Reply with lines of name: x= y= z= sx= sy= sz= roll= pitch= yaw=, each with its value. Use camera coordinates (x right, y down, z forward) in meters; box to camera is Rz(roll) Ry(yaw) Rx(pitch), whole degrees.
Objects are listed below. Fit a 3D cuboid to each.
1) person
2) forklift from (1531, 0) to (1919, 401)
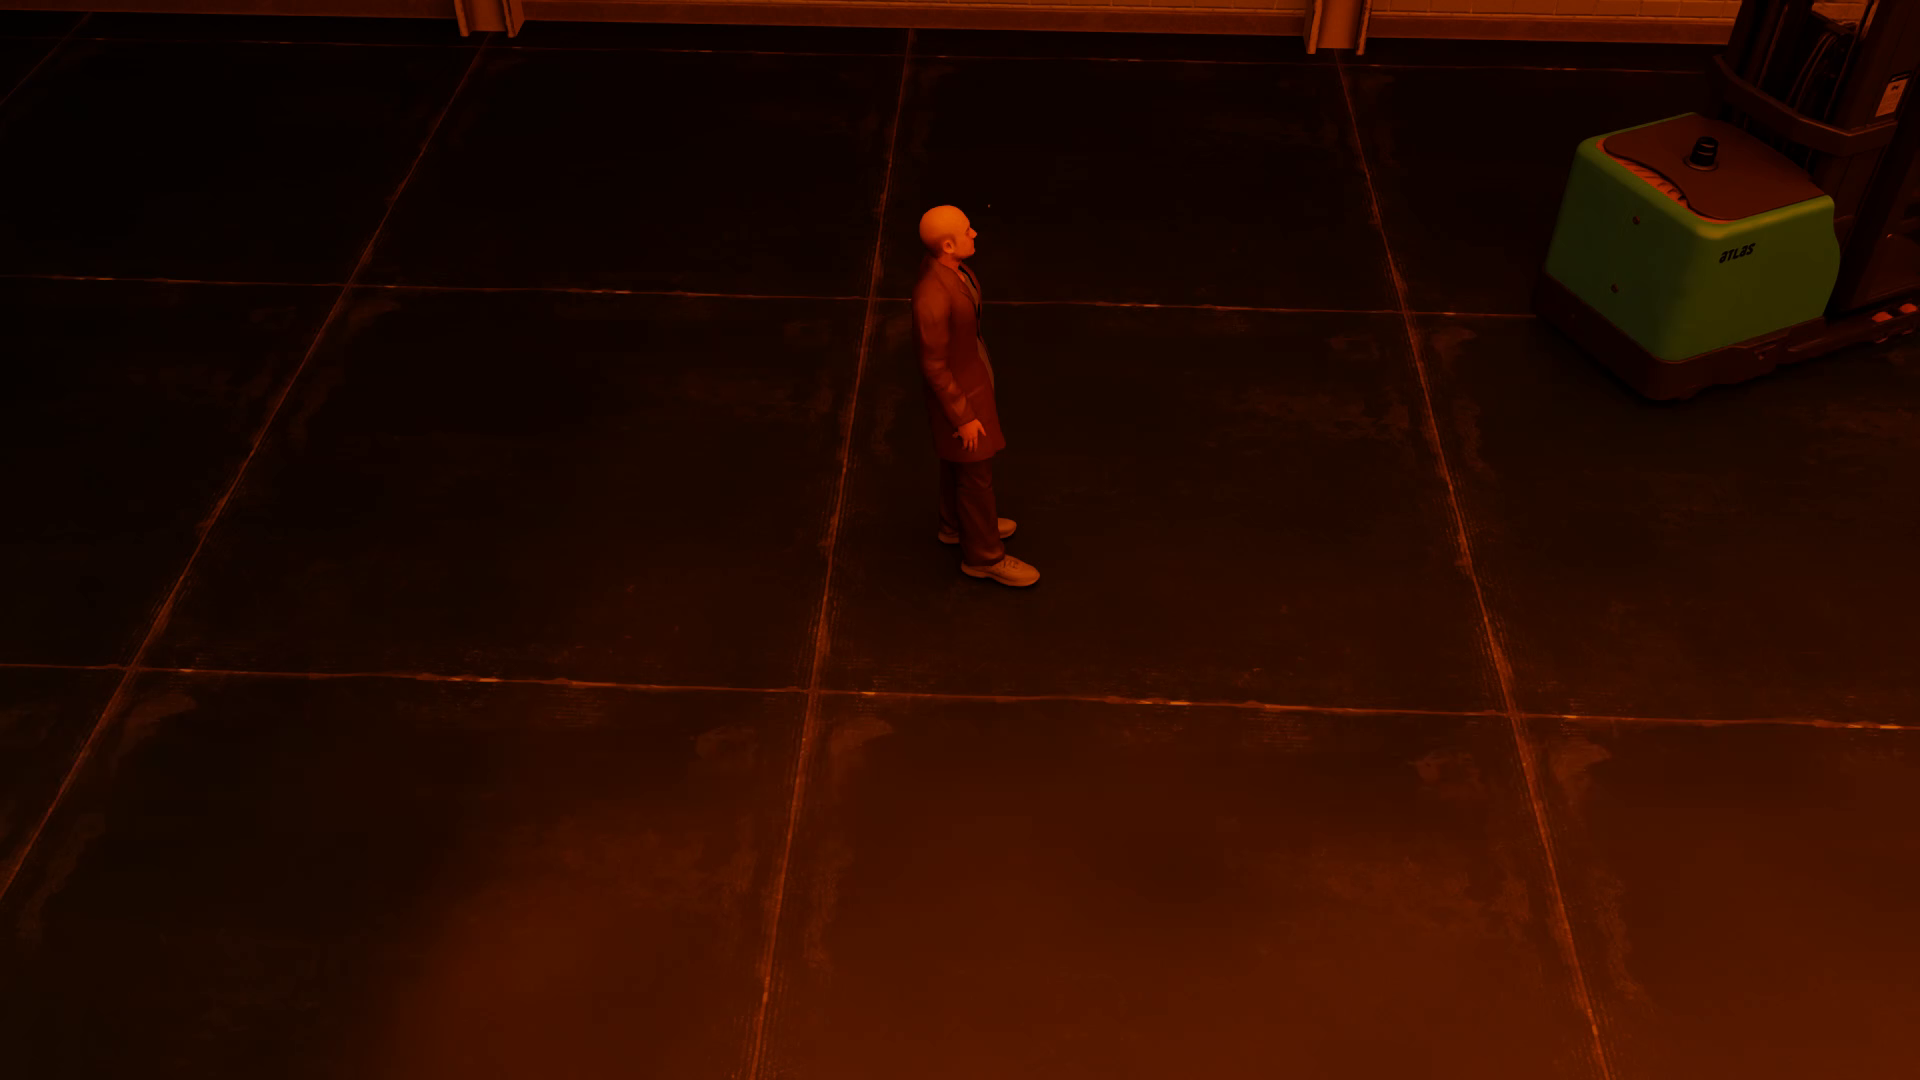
person: x=0.090 y=-0.656 z=7.305 sx=0.582 sy=1.775 sz=0.696 roll=2 pitch=42 yaw=2
forklift: x=4.736 y=-2.469 z=8.447 sx=3.031 sy=2.935 sz=1.130 roll=-17 pitch=45 yaw=-18
